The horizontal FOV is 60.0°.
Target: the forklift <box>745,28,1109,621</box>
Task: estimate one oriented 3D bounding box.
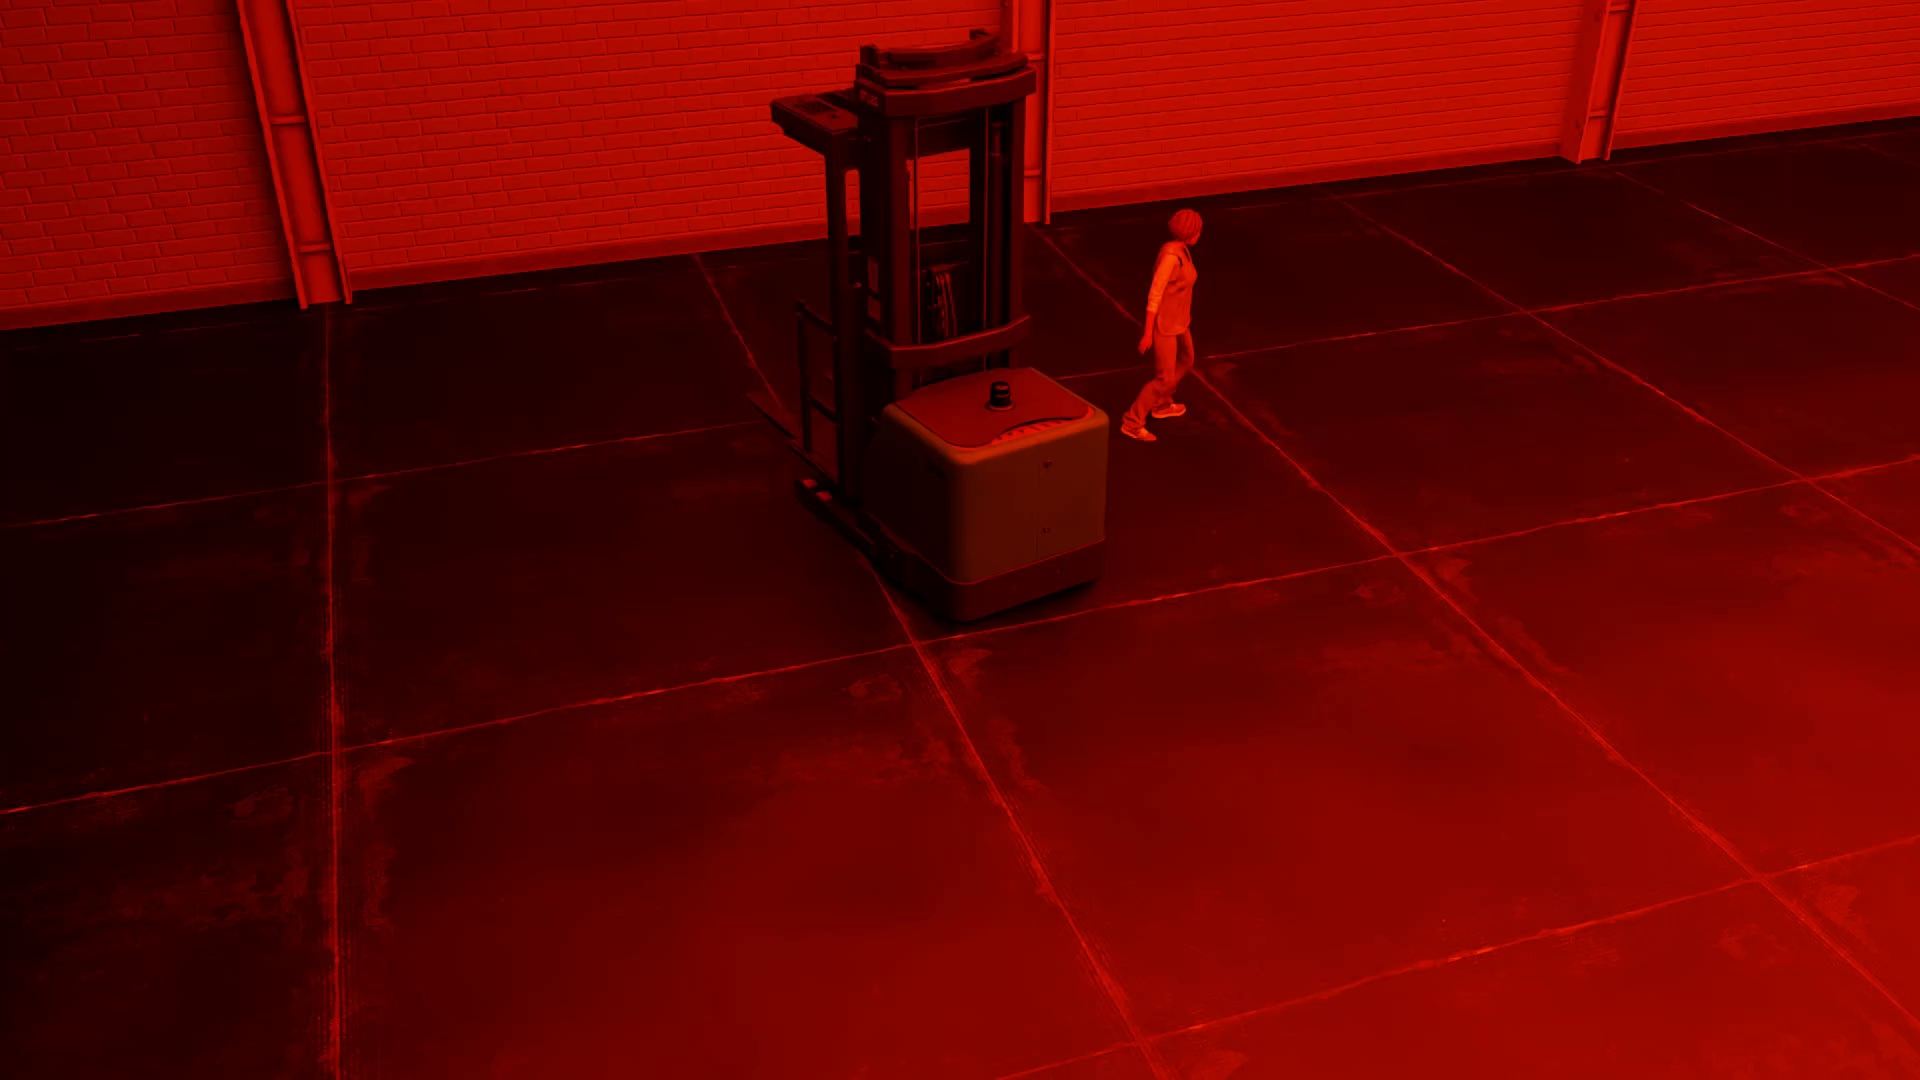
[{"bbox_3d":[-0.375,-1.520,9.728,1.130,2.935,3.031,-17,34,-27],"label":"forklift"}]

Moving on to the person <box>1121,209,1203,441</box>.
[{"bbox_3d":[1.324,-1.404,10.954,0.412,1.569,0.732,10,32,17],"label":"person"}]
